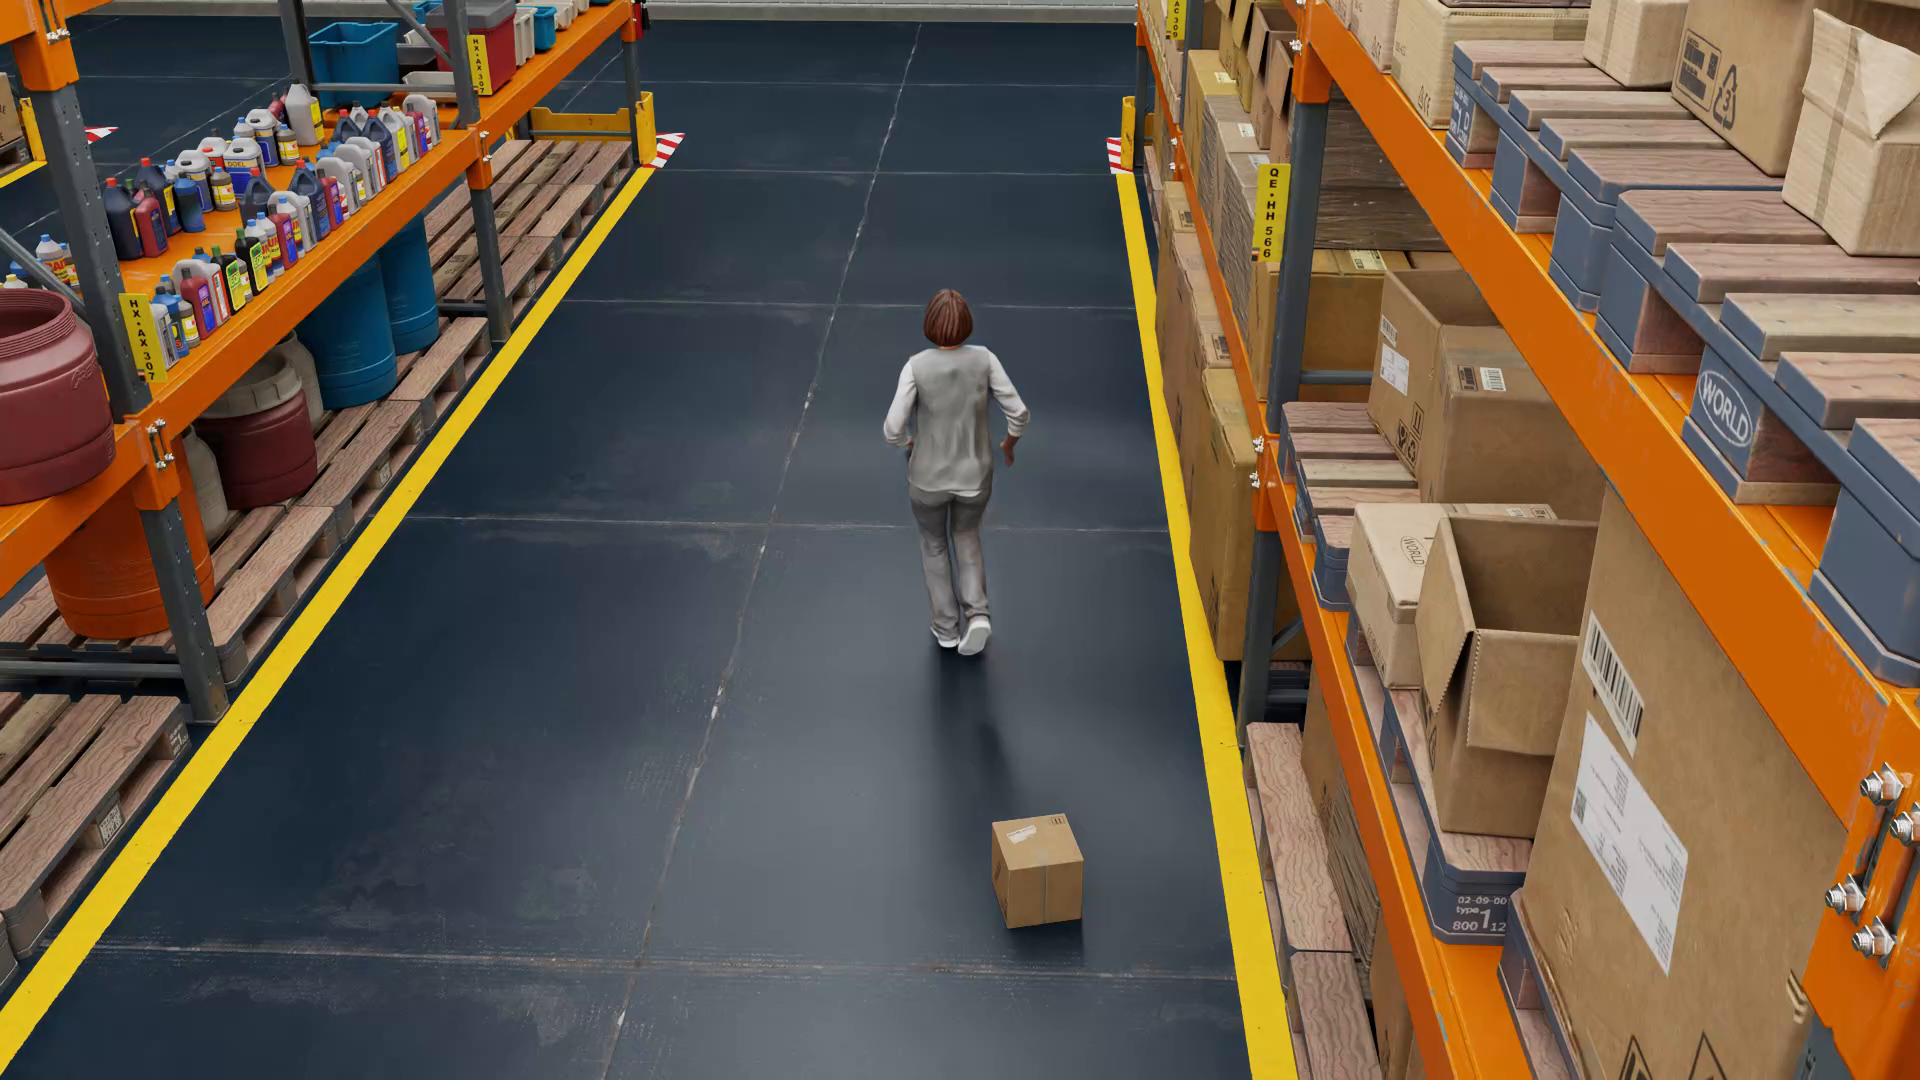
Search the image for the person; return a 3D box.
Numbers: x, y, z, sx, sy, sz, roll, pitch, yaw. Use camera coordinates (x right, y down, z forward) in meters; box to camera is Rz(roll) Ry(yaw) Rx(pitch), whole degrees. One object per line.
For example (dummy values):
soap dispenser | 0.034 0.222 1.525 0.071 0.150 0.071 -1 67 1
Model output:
person | -0.022 -0.248 6.657 0.567 1.553 0.491 -5 29 -9
